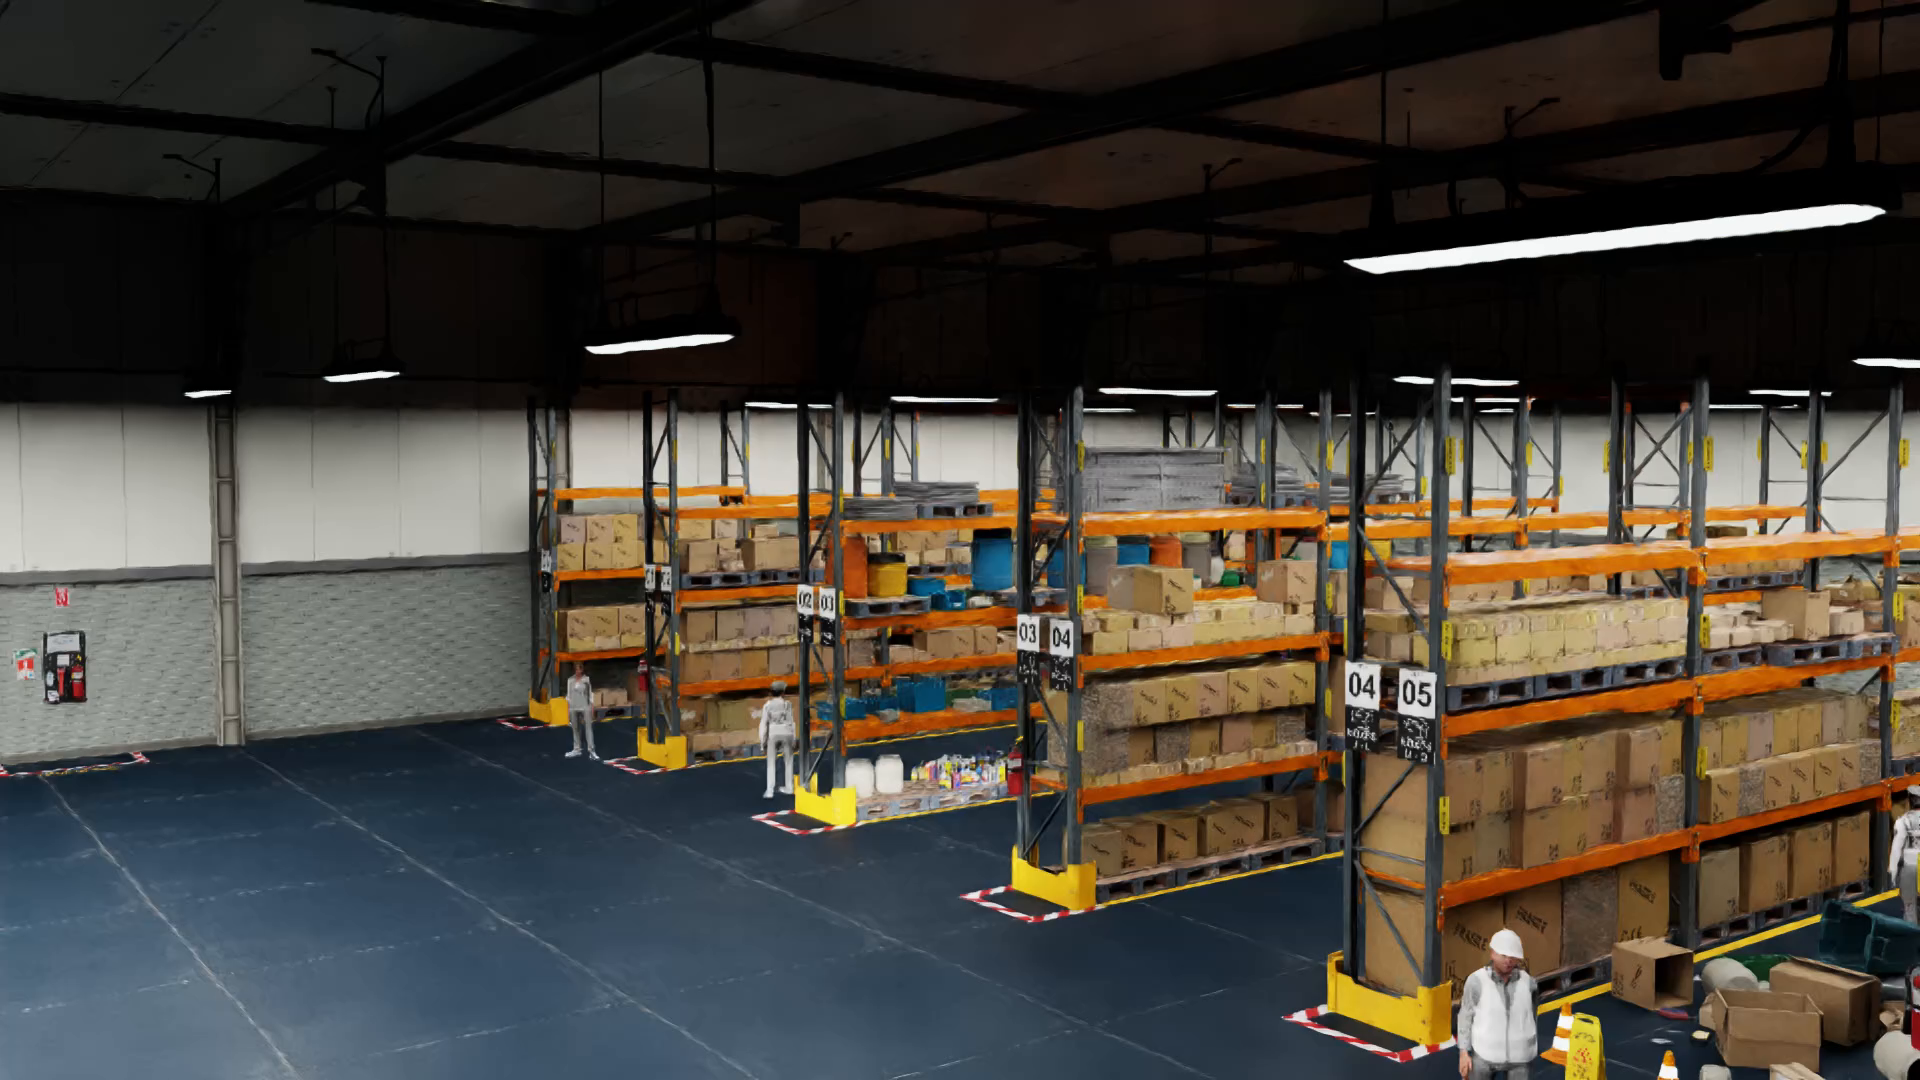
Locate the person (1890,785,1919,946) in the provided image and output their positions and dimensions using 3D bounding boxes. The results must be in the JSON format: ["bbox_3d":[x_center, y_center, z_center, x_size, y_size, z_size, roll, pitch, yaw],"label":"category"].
[{"bbox_3d":[9.627,3.321,16.825,0.524,1.677,0.462,0,3,-5],"label":"person"}]

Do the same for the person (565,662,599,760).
[{"bbox_3d":[-6.139,2.761,27.041,0.636,1.586,0.531,0,3,2],"label":"person"}]

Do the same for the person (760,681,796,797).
[{"bbox_3d":[-2.652,2.887,24.210,0.525,1.677,0.454,0,3,-5],"label":"person"}]

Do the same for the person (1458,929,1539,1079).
[{"bbox_3d":[3.696,3.591,11.726,0.726,1.766,0.504,1,3,10],"label":"person"}]
